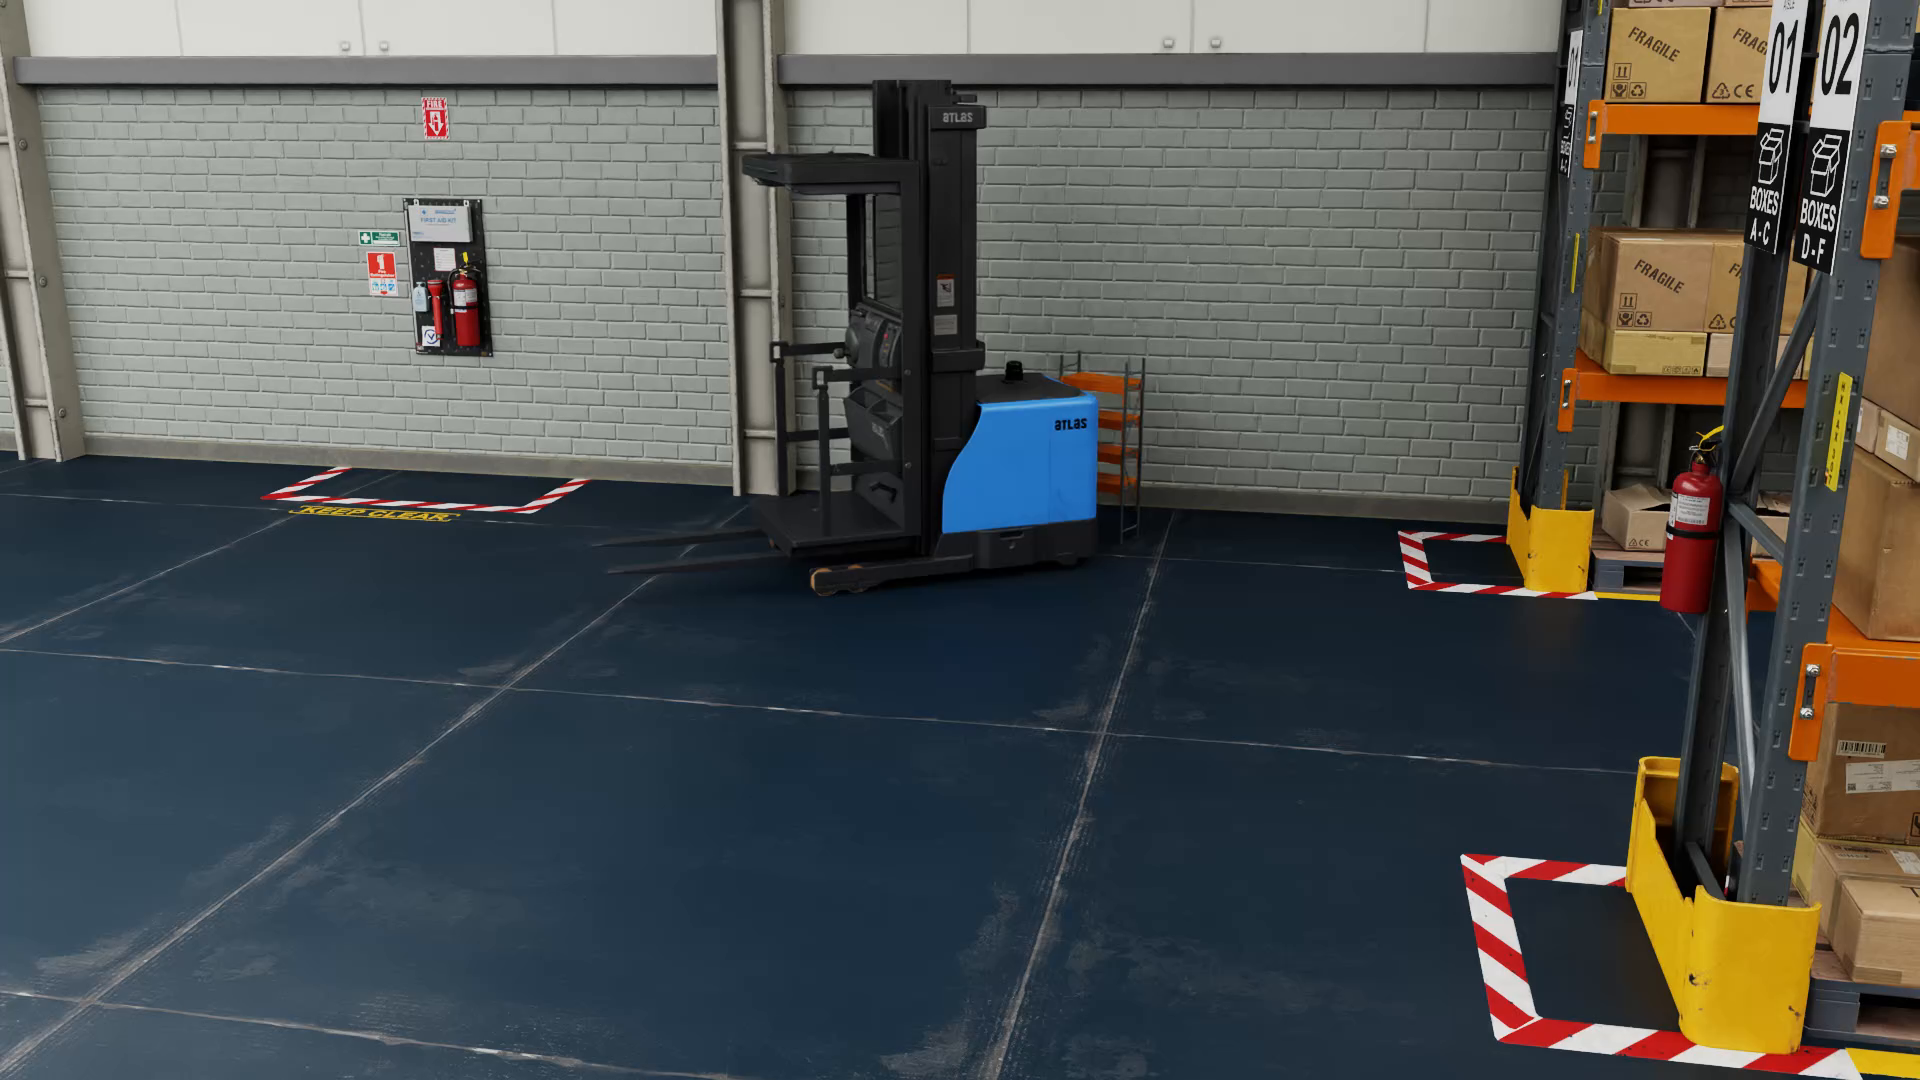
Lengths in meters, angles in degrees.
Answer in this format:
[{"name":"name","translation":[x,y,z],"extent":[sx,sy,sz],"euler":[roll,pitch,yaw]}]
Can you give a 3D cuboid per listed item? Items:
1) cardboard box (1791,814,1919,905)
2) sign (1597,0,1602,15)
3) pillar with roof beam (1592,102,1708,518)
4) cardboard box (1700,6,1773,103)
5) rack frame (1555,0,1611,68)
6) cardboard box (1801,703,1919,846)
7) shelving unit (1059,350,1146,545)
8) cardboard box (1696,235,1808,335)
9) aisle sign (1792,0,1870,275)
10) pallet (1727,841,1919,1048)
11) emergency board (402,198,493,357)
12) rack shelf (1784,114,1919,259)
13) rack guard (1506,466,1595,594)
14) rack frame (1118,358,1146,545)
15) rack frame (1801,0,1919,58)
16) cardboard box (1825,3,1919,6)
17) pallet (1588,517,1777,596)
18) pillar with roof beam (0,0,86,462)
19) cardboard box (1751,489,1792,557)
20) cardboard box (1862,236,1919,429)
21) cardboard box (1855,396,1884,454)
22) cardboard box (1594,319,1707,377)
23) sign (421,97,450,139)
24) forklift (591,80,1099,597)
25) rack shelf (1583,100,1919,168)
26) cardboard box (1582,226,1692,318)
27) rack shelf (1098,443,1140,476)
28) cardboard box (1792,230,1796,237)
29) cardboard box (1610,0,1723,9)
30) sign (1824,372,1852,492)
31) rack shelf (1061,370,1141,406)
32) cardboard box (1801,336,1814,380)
[{"name":"cardboard box","translation":[3.187,1.078,5.844],"extent":[0.500,0.250,0.500],"euler":[3,16,11]},{"name":"sign","translation":[3.478,-3.016,9.006],"extent":[0.005,0.325,0.100],"euler":[3,16,11]},{"name":"pillar with roof beam","translation":[3.586,-3.246,5.852],"extent":[0.400,9.000,9.100],"euler":[3,16,11]},{"name":"cardboard box","translation":[4.383,-2.674,9.182],"extent":[0.500,0.500,0.500],"euler":[4,16,15]},{"name":"rack frame","translation":[3.586,-4.183,9.235],"extent":[0.127,3.000,1.000],"euler":[3,16,11]},{"name":"cardboard box","translation":[3.187,0.717,5.746],"extent":[0.500,0.500,0.500],"euler":[3,16,11]},{"name":"shelving unit","translation":[0.920,-0.613,10.948],"extent":[0.503,1.200,0.258],"euler":[11,19,34]},{"name":"cardboard box","translation":[4.476,-1.457,9.473],"extent":[0.500,0.500,0.500],"euler":[3,16,11]},{"name":"aisle sign","translation":[2.477,-1.172,4.733],"extent":[0.004,0.787,0.394],"euler":[3,16,11]},{"name":"pallet","translation":[3.360,1.378,5.622],"extent":[1.213,0.211,1.003],"euler":[3,16,11]},{"name":"emergency board","translation":[-3.850,-1.941,12.381],"extent":[0.643,1.169,0.194],"euler":[3,16,11]},{"name":"rack shelf","translation":[4.562,-0.988,4.668],"extent":[4.000,0.370,1.077],"euler":[3,16,11]},{"name":"rack guard","translation":[3.660,-0.083,10.355],"extent":[0.348,0.500,1.175],"euler":[3,16,11]},{"name":"rack frame","translation":[1.118,-0.573,10.811],"extent":[0.015,1.200,0.240],"euler":[11,19,34]},{"name":"rack frame","translation":[2.602,-2.887,4.556],"extent":[0.127,3.000,1.000],"euler":[3,16,11]},{"name":"cardboard box","translation":[4.901,-3.129,8.950],"extent":[0.500,0.500,0.500],"euler":[4,16,13]},{"name":"pallet","translation":[4.449,0.109,10.204],"extent":[1.213,0.211,1.003],"euler":[3,16,11]},{"name":"pillar with roof beam","translation":[-8.173,-3.884,8.156],"extent":[0.400,9.000,9.100],"euler":[3,16,11]},{"name":"cardboard box","translation":[4.805,-0.117,10.009],"extent":[0.500,0.311,0.500],"euler":[4,16,16]},{"name":"cardboard box","translation":[3.109,-0.638,5.058],"extent":[0.500,0.500,0.700],"euler":[3,16,11]},{"name":"cardboard box","translation":[3.015,-0.386,5.363],"extent":[0.250,0.149,0.380],"euler":[3,16,10]},{"name":"cardboard box","translation":[4.001,-1.120,9.659],"extent":[0.500,0.250,0.500],"euler":[3,16,9]},{"name":"sign","translation":[-3.838,-3.085,12.167],"extent":[0.199,0.298,0.001],"euler":[3,16,11]},{"name":"forklift","translation":[-0.708,-1.237,9.968],"extent":[3.031,2.935,1.130],"euler":[-6,16,-20]},{"name":"rack shelf","translation":[5.546,-2.284,9.347],"extent":[4.000,0.370,1.077],"euler":[3,16,11]},{"name":"cardboard box","translation":[4.090,-1.621,10.063],"extent":[0.500,0.500,0.500],"euler":[3,16,10]},{"name":"rack shelf","translation":[0.920,-0.549,10.966],"extent":[0.480,0.148,0.258],"euler":[11,19,34]},{"name":"cardboard box","translation":[5.089,-1.565,9.862],"extent":[0.500,0.500,0.500],"euler":[3,16,10]},{"name":"cardboard box","translation":[3.915,-3.193,9.183],"extent":[0.500,0.500,0.500],"euler":[2,16,7]},{"name":"sign","translation":[2.486,-0.306,4.708],"extent":[0.005,0.325,0.100],"euler":[3,16,11]},{"name":"rack shelf","translation":[0.924,-0.992,10.842],"extent":[0.480,0.148,0.258],"euler":[11,19,34]},{"name":"cardboard box","translation":[5.010,-1.067,9.470],"extent":[0.500,0.250,0.500],"euler":[3,16,10]}]
